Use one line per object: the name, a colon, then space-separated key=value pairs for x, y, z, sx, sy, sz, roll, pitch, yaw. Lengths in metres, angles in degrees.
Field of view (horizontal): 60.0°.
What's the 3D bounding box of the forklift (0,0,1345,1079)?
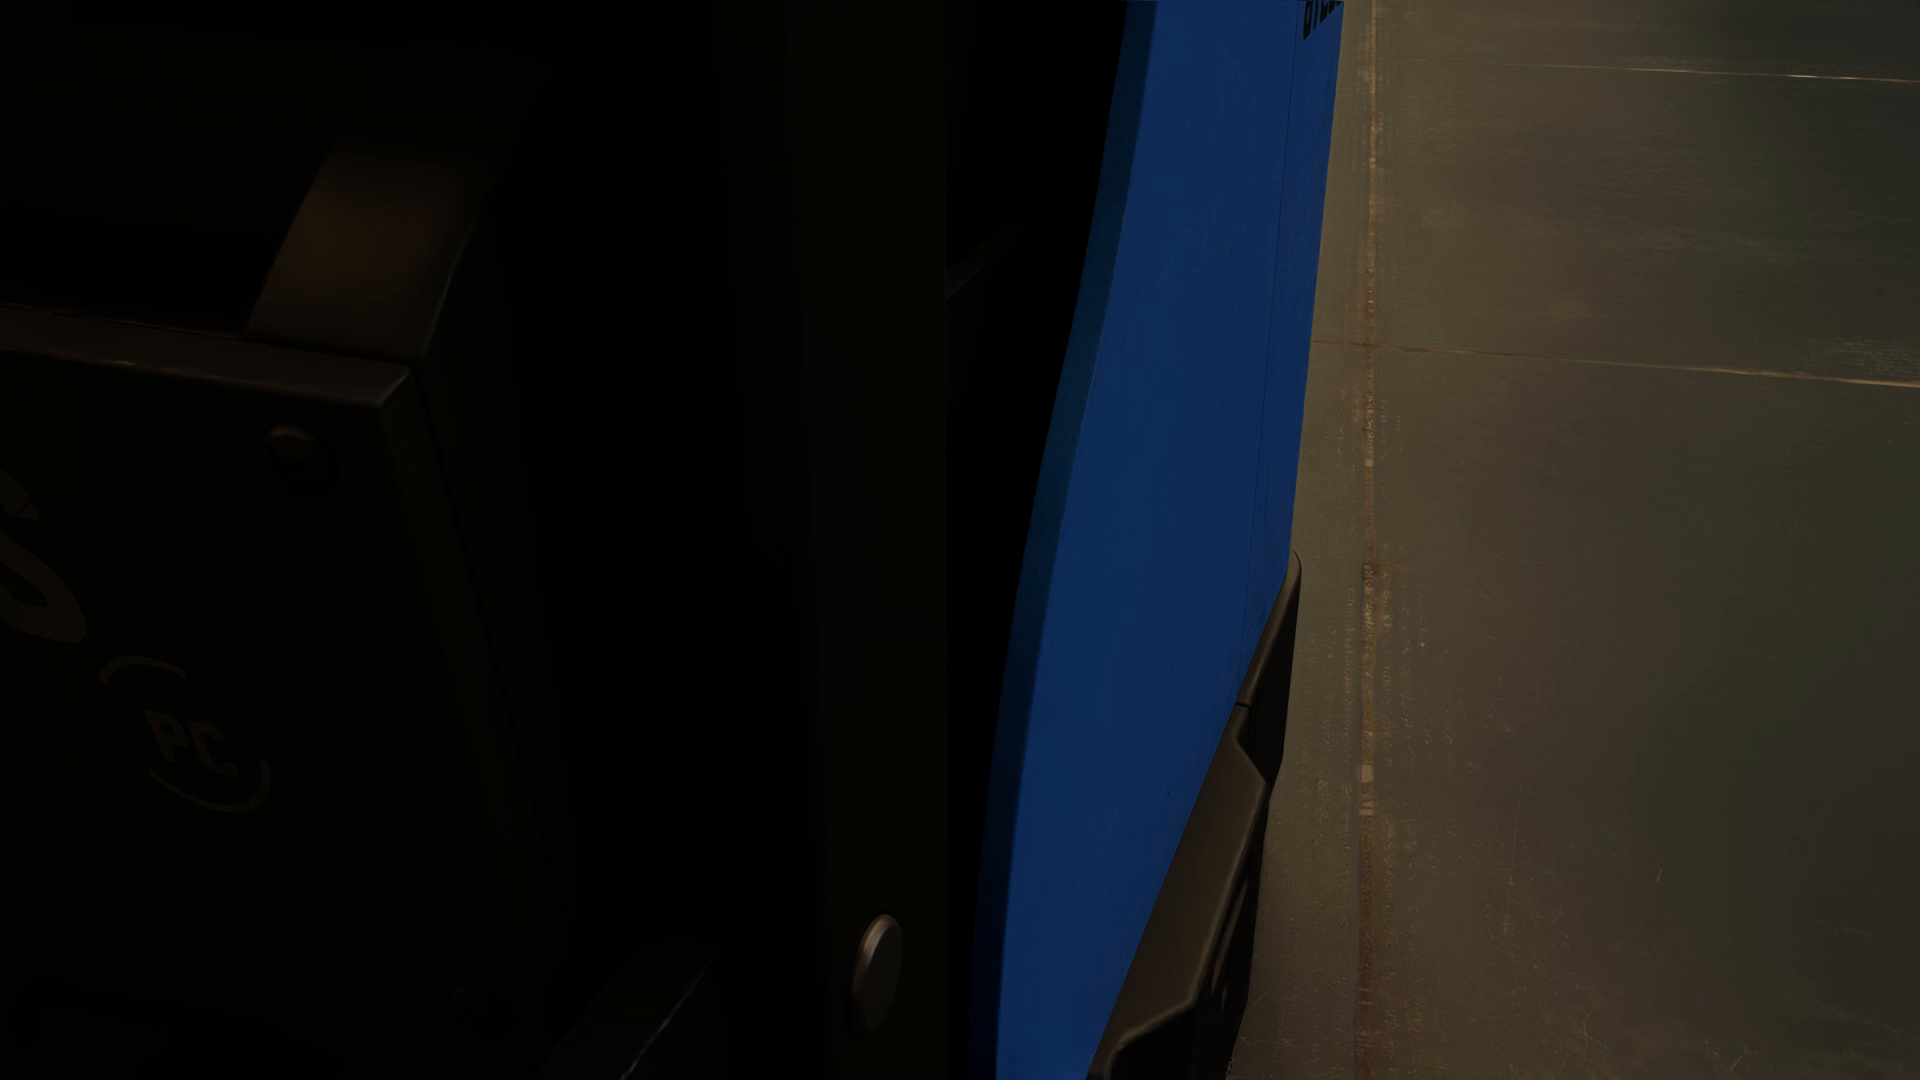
forklift: x=-0.617 y=-0.479 z=0.195 sx=1.130 sy=2.935 sz=3.031 roll=9 pitch=28 yaw=18
